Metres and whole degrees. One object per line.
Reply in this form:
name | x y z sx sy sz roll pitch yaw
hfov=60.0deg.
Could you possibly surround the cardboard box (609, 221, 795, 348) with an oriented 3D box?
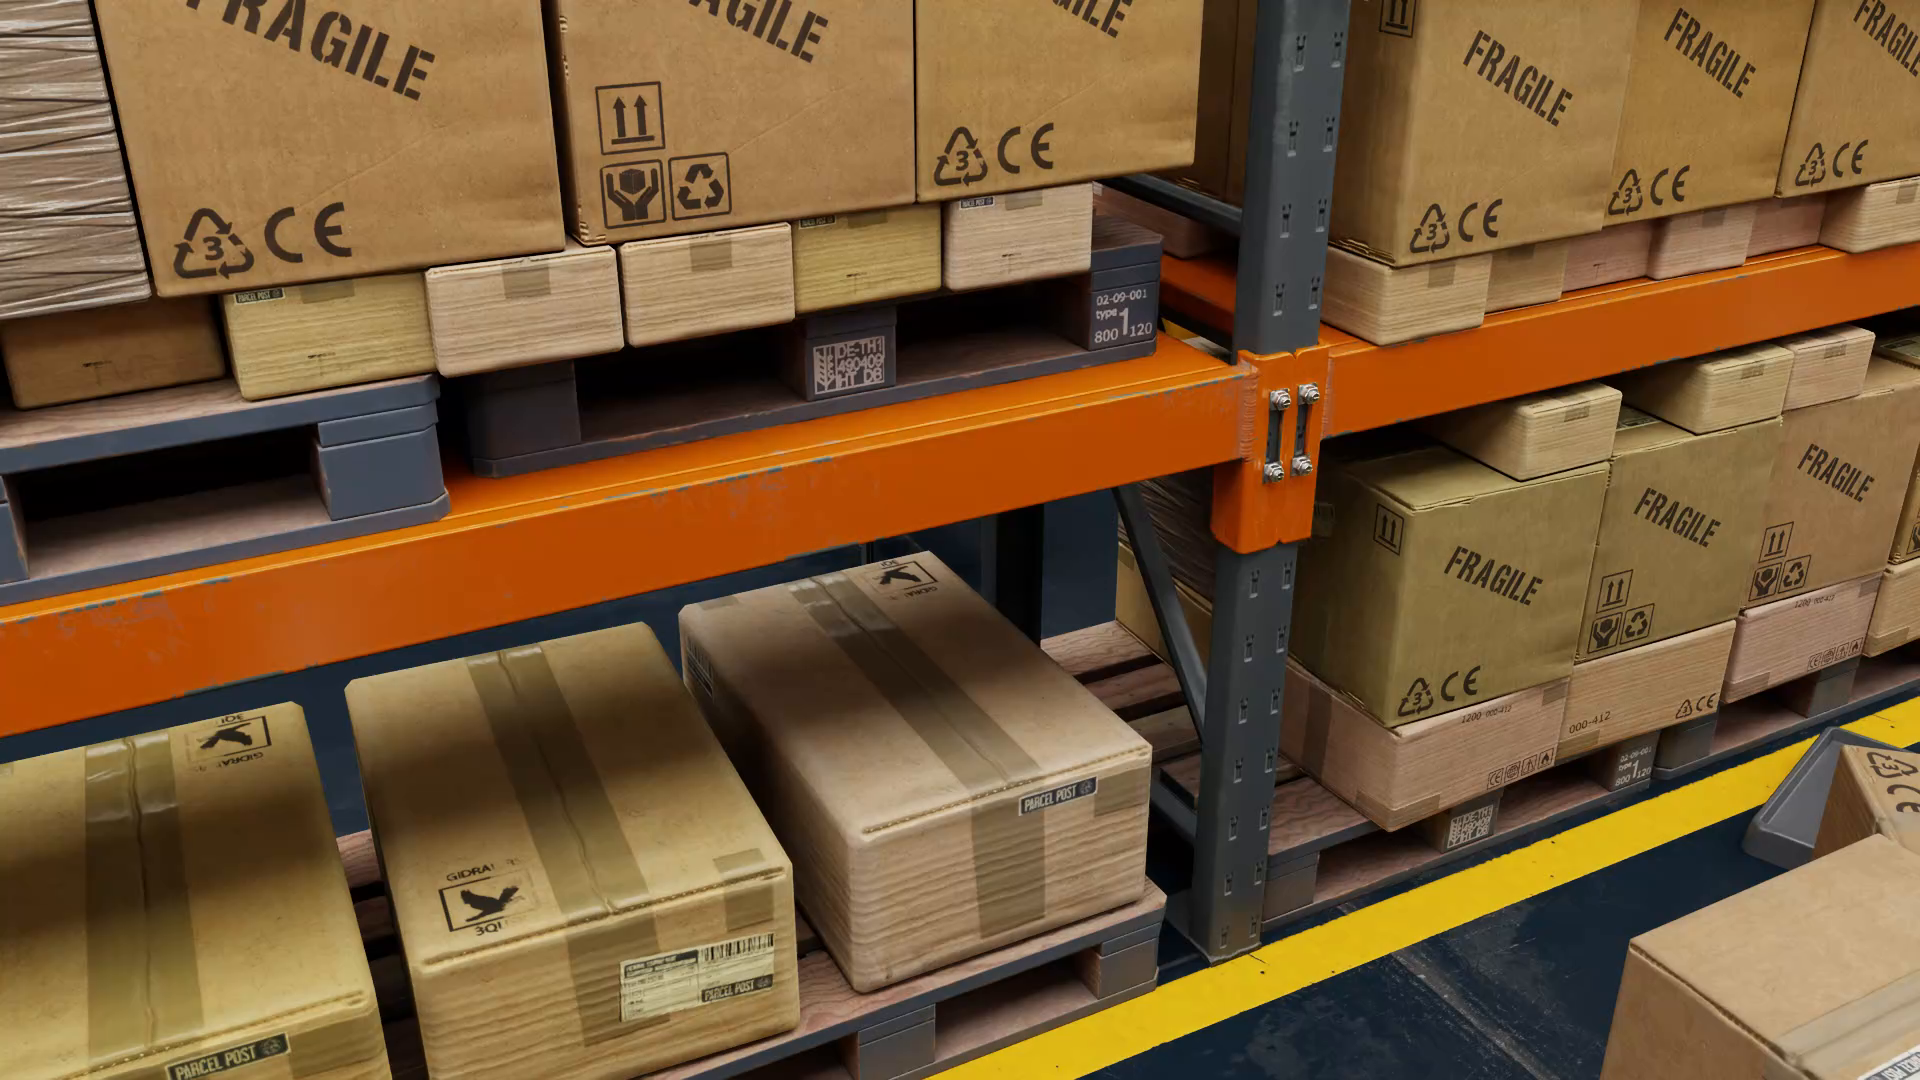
cardboard box | -0.439 -0.429 2.483 0.250 0.149 0.380 -14 29 -26

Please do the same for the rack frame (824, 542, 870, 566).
rack frame | -0.361 -0.863 4.622 0.015 2.100 0.400 -13 29 -25

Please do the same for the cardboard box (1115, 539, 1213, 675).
cardboard box | 0.732 0.151 4.162 0.500 0.250 0.500 -12 28 -23

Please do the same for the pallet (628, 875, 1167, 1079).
pallet | -0.349 0.740 3.465 1.213 0.211 1.003 -13 29 -25

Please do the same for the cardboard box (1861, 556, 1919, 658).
cardboard box | 2.360 0.038 4.397 0.500 0.250 0.500 -14 29 -27

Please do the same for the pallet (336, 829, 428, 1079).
pallet | -1.427 0.990 2.944 1.213 0.211 1.003 -13 29 -25

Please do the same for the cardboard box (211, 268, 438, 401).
cardboard box | -0.894 -0.340 2.297 0.250 0.149 0.380 -13 29 -25

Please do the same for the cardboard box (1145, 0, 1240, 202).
cardboard box | 0.612 -1.041 3.493 0.500 0.500 0.500 -14 29 -26

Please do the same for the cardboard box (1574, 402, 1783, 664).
cardboard box | 1.452 -0.095 3.807 0.500 0.500 0.500 -12 28 -23

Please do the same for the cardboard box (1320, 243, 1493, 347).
cardboard box | 0.766 -0.505 3.126 0.250 0.149 0.380 -13 29 -25

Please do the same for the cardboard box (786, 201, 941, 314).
cardboard box | -0.228 -0.495 2.621 0.250 0.149 0.380 -14 29 -27

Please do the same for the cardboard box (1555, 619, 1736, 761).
cardboard box | 1.451 0.244 3.968 0.500 0.250 0.500 -11 28 -22

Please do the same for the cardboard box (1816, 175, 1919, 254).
cardboard box | 1.899 -0.762 3.661 0.250 0.149 0.380 -13 28 -25

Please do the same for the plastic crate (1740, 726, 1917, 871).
plastic crate | 2.108 0.633 3.838 0.402 0.080 0.583 21 33 37

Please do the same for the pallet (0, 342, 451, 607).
pallet | -1.465 -0.194 2.410 1.213 0.211 1.003 -13 29 -25

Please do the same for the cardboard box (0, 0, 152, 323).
cardboard box | -1.319 -0.552 1.989 0.500 0.500 0.500 -14 29 -27

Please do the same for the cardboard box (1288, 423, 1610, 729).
cardboard box | 0.985 0.019 3.570 0.500 0.500 0.500 -12 28 -23

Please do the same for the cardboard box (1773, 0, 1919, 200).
cardboard box | 1.738 -1.047 3.506 0.500 0.500 0.500 -13 29 -26

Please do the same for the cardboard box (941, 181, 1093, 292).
cardboard box | 0.013 -0.542 2.718 0.250 0.149 0.380 -13 28 -24

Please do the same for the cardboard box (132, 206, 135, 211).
cardboard box | -3.145 -1.424 7.009 0.625 0.625 0.875 -13 29 -26

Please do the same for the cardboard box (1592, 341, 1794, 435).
cardboard box | 1.576 -0.381 3.655 0.250 0.149 0.380 -12 28 -23

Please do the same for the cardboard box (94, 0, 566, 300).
cardboard box | -0.858 -0.659 2.212 0.500 0.500 0.500 -12 28 -23

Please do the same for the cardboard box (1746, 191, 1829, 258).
cardboard box | 1.640 -0.745 3.626 0.250 0.149 0.380 -13 29 -25

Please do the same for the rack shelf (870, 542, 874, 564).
rack shelf | -0.146 -0.270 5.034 0.480 0.518 0.431 -13 29 -25

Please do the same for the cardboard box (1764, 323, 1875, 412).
cardboard box | 1.812 -0.437 3.771 0.250 0.149 0.380 -11 28 -22

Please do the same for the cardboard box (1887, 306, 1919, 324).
cardboard box | 2.534 -0.605 4.120 0.250 0.149 0.380 -12 28 -23

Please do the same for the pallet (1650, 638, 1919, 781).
pallet | 1.991 0.180 4.630 1.213 0.211 1.003 -13 29 -25

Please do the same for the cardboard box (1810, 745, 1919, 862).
cardboard box | 1.923 0.751 3.105 0.500 0.500 0.500 5 26 11

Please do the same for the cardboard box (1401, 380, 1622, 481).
cardboard box | 1.123 -0.276 3.435 0.250 0.149 0.380 -13 28 -24

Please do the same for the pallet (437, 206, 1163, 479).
pallet | -0.406 -0.490 3.026 1.213 0.211 1.003 -13 29 -25

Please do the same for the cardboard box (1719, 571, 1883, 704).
cardboard box | 1.917 0.135 4.195 0.500 0.250 0.500 -13 29 -26

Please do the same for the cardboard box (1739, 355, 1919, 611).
cardboard box | 1.910 -0.200 4.025 0.500 0.500 0.500 -11 28 -22

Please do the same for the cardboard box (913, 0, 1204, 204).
cardboard box | 0.038 -0.863 2.637 0.500 0.500 0.500 -14 29 -26

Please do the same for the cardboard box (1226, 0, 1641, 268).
cardboard box | 0.857 -0.839 3.072 0.500 0.500 0.500 -13 29 -25

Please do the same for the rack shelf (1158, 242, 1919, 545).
rack shelf | 2.102 -0.759 4.197 4.000 0.370 1.077 -13 29 -25

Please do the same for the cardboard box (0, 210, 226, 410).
cardboard box | -1.175 -0.325 2.267 0.250 0.149 0.380 -14 29 -27

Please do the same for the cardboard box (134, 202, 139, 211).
cardboard box | -1.203 -0.540 2.714 0.250 0.149 0.380 -13 28 -25

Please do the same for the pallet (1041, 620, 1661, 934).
pallet | 0.913 0.431 4.109 1.213 0.211 1.003 -13 29 -25

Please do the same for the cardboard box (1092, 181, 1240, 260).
cardboard box | 0.477 -0.745 3.626 0.250 0.149 0.380 -13 29 -26

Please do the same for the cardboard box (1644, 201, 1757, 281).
cardboard box | 1.419 -0.679 3.488 0.250 0.149 0.380 -12 28 -24

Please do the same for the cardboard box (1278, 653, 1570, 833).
cardboard box | 0.985 0.357 3.733 0.500 0.250 0.500 -14 29 -27

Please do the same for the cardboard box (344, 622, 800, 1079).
cardboard box | -0.757 0.575 3.138 0.625 0.372 0.950 -11 28 -22

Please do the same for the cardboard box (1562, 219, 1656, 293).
cardboard box | 1.185 -0.642 3.411 0.250 0.149 0.380 -13 29 -25

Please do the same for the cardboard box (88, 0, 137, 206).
cardboard box | -1.544 -0.752 2.407 0.500 0.500 0.500 -14 29 -27

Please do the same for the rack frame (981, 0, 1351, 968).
rack frame | 0.337 -0.676 3.193 0.127 3.000 1.000 -13 29 -25

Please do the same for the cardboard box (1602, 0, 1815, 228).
cardboard box | 1.289 -0.950 3.303 0.500 0.500 0.500 -13 29 -25

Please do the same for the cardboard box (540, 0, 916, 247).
cardboard box | -0.399 -0.761 2.426 0.500 0.500 0.500 -13 28 -25

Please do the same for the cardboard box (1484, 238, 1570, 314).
cardboard box | 0.965 -0.576 3.274 0.250 0.149 0.380 -12 28 -24

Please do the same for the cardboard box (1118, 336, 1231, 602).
cardboard box | 0.733 -0.187 3.999 0.500 0.500 0.500 -13 29 -26

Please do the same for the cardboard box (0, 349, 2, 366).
cardboard box | -1.369 -0.243 2.096 0.250 0.149 0.380 -12 28 -23

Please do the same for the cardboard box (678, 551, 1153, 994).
cardboard box | -0.124 0.427 3.446 0.625 0.372 0.950 -13 28 -24

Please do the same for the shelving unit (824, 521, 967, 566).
shelving unit | -0.146 -0.913 4.725 0.503 2.100 0.431 -13 29 -25

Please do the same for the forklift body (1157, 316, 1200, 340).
forklift body | 0.713 -1.920 6.764 1.214 2.155 2.313 -13 29 -25

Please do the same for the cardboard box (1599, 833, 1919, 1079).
cardboard box | 1.201 0.783 2.167 0.500 0.500 0.500 -13 29 -25

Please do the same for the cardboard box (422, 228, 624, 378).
cardboard box | -0.662 -0.376 2.372 0.250 0.149 0.380 -13 28 -25

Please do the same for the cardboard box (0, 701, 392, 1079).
cardboard box | -1.370 0.717 2.842 0.625 0.372 0.950 -12 28 -23

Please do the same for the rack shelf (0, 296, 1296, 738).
rack shelf | -1.428 0.055 2.500 4.000 0.370 1.077 -13 29 -25

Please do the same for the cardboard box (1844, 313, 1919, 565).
cardboard box | 2.375 -0.308 4.252 0.500 0.500 0.500 -14 29 -26
